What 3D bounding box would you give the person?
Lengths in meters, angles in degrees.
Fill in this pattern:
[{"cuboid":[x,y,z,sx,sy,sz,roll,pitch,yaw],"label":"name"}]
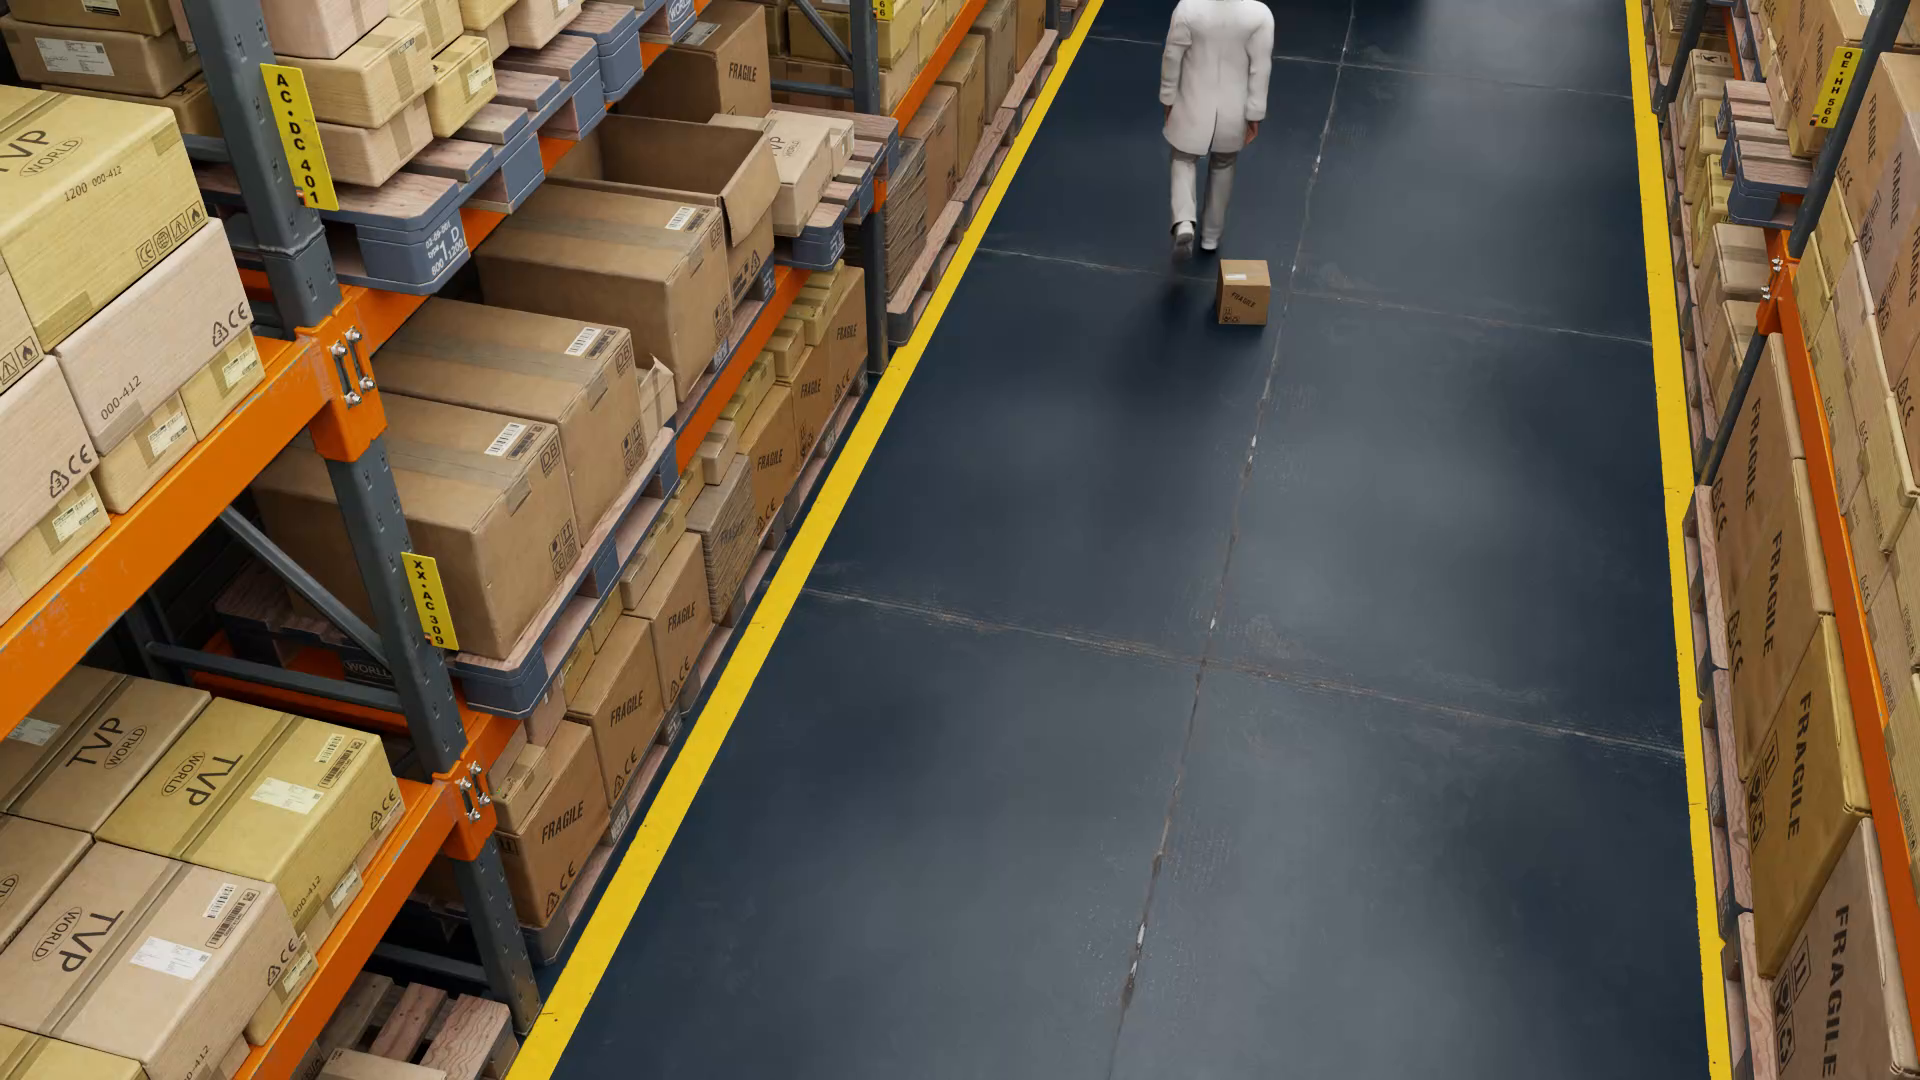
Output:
[{"cuboid":[1.338,-2.295,8.835,0.570,1.755,0.794,6,41,7],"label":"person"}]
